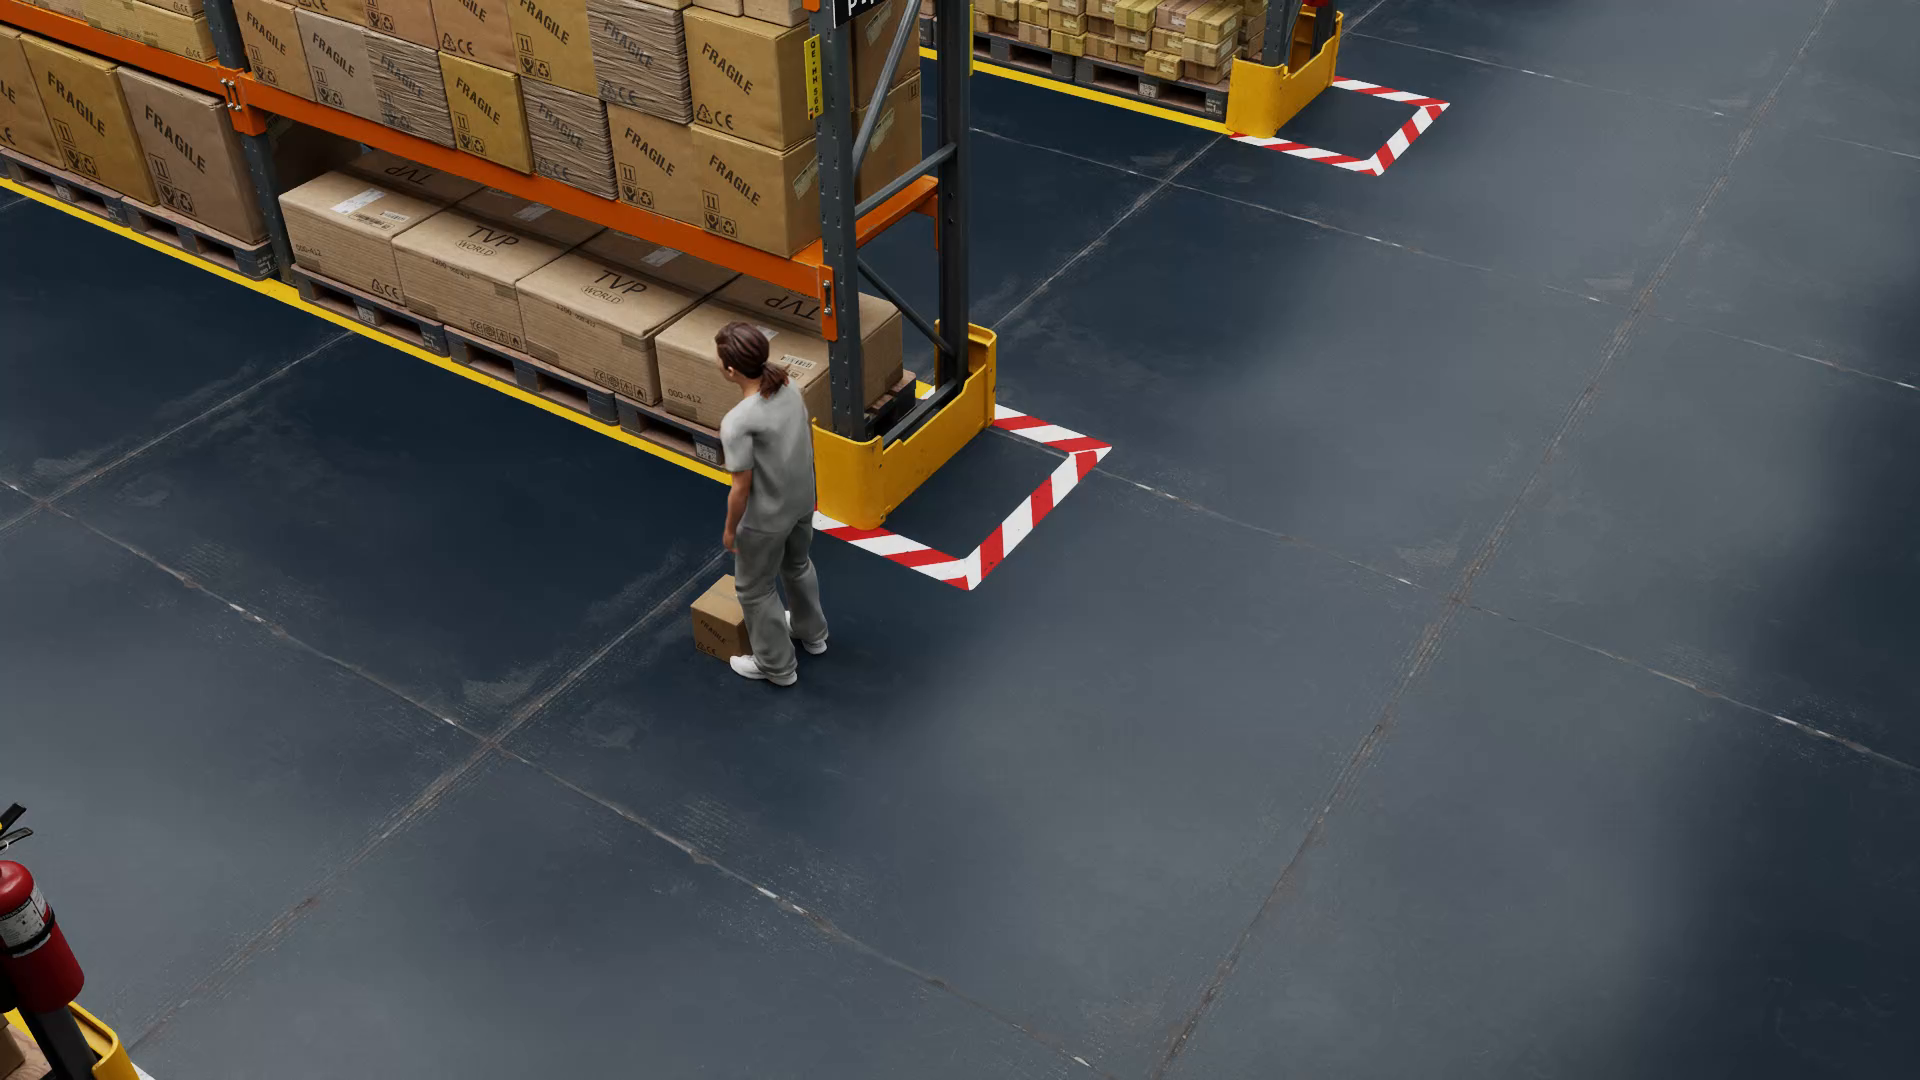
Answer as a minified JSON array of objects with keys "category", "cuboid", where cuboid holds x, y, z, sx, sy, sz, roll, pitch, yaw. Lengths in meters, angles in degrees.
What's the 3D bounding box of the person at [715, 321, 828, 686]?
[{"category":"person","cuboid":[-0.765,-0.130,6.656,0.358,1.673,0.486,22,43,25]}]
